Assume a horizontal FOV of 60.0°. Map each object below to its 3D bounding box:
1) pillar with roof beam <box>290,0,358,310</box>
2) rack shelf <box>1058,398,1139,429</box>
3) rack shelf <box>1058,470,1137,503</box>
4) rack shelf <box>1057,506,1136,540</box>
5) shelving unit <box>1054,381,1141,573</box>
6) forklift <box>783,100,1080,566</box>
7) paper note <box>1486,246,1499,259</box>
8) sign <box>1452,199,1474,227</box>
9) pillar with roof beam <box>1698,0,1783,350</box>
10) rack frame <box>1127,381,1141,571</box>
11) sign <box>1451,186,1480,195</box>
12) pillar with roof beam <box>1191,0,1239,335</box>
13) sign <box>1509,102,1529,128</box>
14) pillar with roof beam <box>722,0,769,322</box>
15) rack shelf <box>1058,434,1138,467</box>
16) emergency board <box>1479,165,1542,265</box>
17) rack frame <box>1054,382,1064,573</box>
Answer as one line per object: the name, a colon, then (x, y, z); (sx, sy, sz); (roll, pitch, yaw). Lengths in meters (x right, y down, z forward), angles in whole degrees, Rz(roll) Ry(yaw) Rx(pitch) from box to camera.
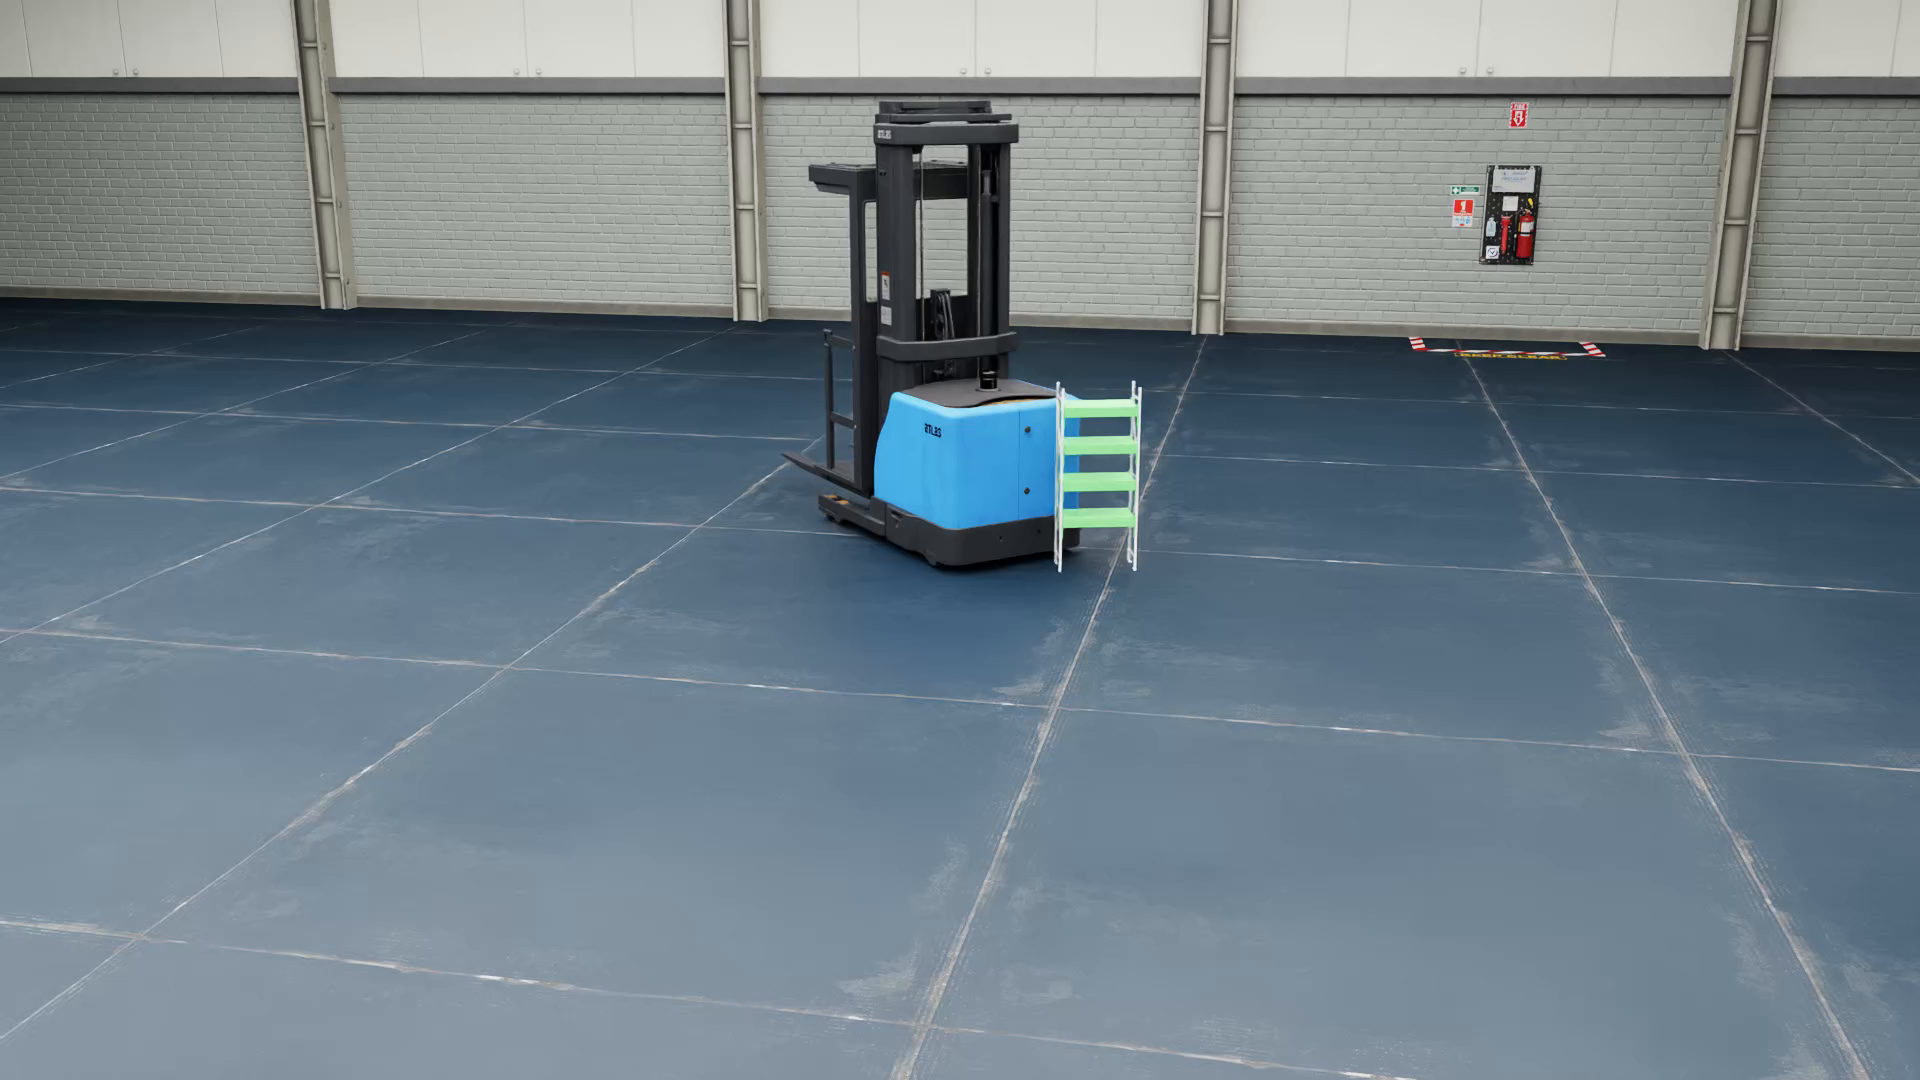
pillar with roof beam: (-9.501, -6.448, 17.914); (0.400, 9.000, 9.100); (3, 16, 11)
rack shelf: (0.879, -0.806, 10.597); (0.480, 0.148, 0.258); (-1, 16, -5)
rack shelf: (0.879, -0.344, 10.725); (0.480, 0.148, 0.258); (-1, 16, -5)
rack shelf: (0.879, -0.113, 10.789); (0.480, 0.148, 0.258); (-1, 16, -5)
shelving unit: (0.879, -0.405, 10.708); (0.503, 1.200, 0.258); (-1, 16, -5)
forklift: (-0.367, -1.589, 11.737); (1.130, 2.935, 3.031); (-9, 18, -28)
paper note: (6.422, -3.470, 20.051); (0.142, 0.148, 0.016); (3, 16, 11)
sign: (6.060, -3.941, 20.033); (0.234, 0.329, 0.001); (3, 16, 11)
pillar with roof beam: (8.138, -5.491, 14.457); (0.400, 9.000, 9.100); (3, 16, 11)
rack frame: (1.122, -0.411, 10.729); (0.015, 1.200, 0.240); (-1, 16, -5)
sign: (6.063, -4.194, 19.953); (0.331, 0.109, 0.001); (3, 16, 11)
pillar with roof beam: (2.258, -5.810, 15.609); (0.400, 9.000, 9.100); (3, 16, 11)
sign: (6.593, -5.011, 19.620); (0.199, 0.298, 0.001); (3, 16, 11)
pillar with roof beam: (-3.622, -6.129, 16.761); (0.400, 9.000, 9.100); (3, 16, 11)
rack shelf: (0.879, -0.575, 10.661); (0.480, 0.148, 0.258); (-1, 16, -5)
emergency board: (6.581, -3.867, 19.834); (0.643, 1.169, 0.194); (3, 16, 11)
rack frame: (0.636, -0.400, 10.687); (0.015, 1.200, 0.240); (-1, 16, -5)
